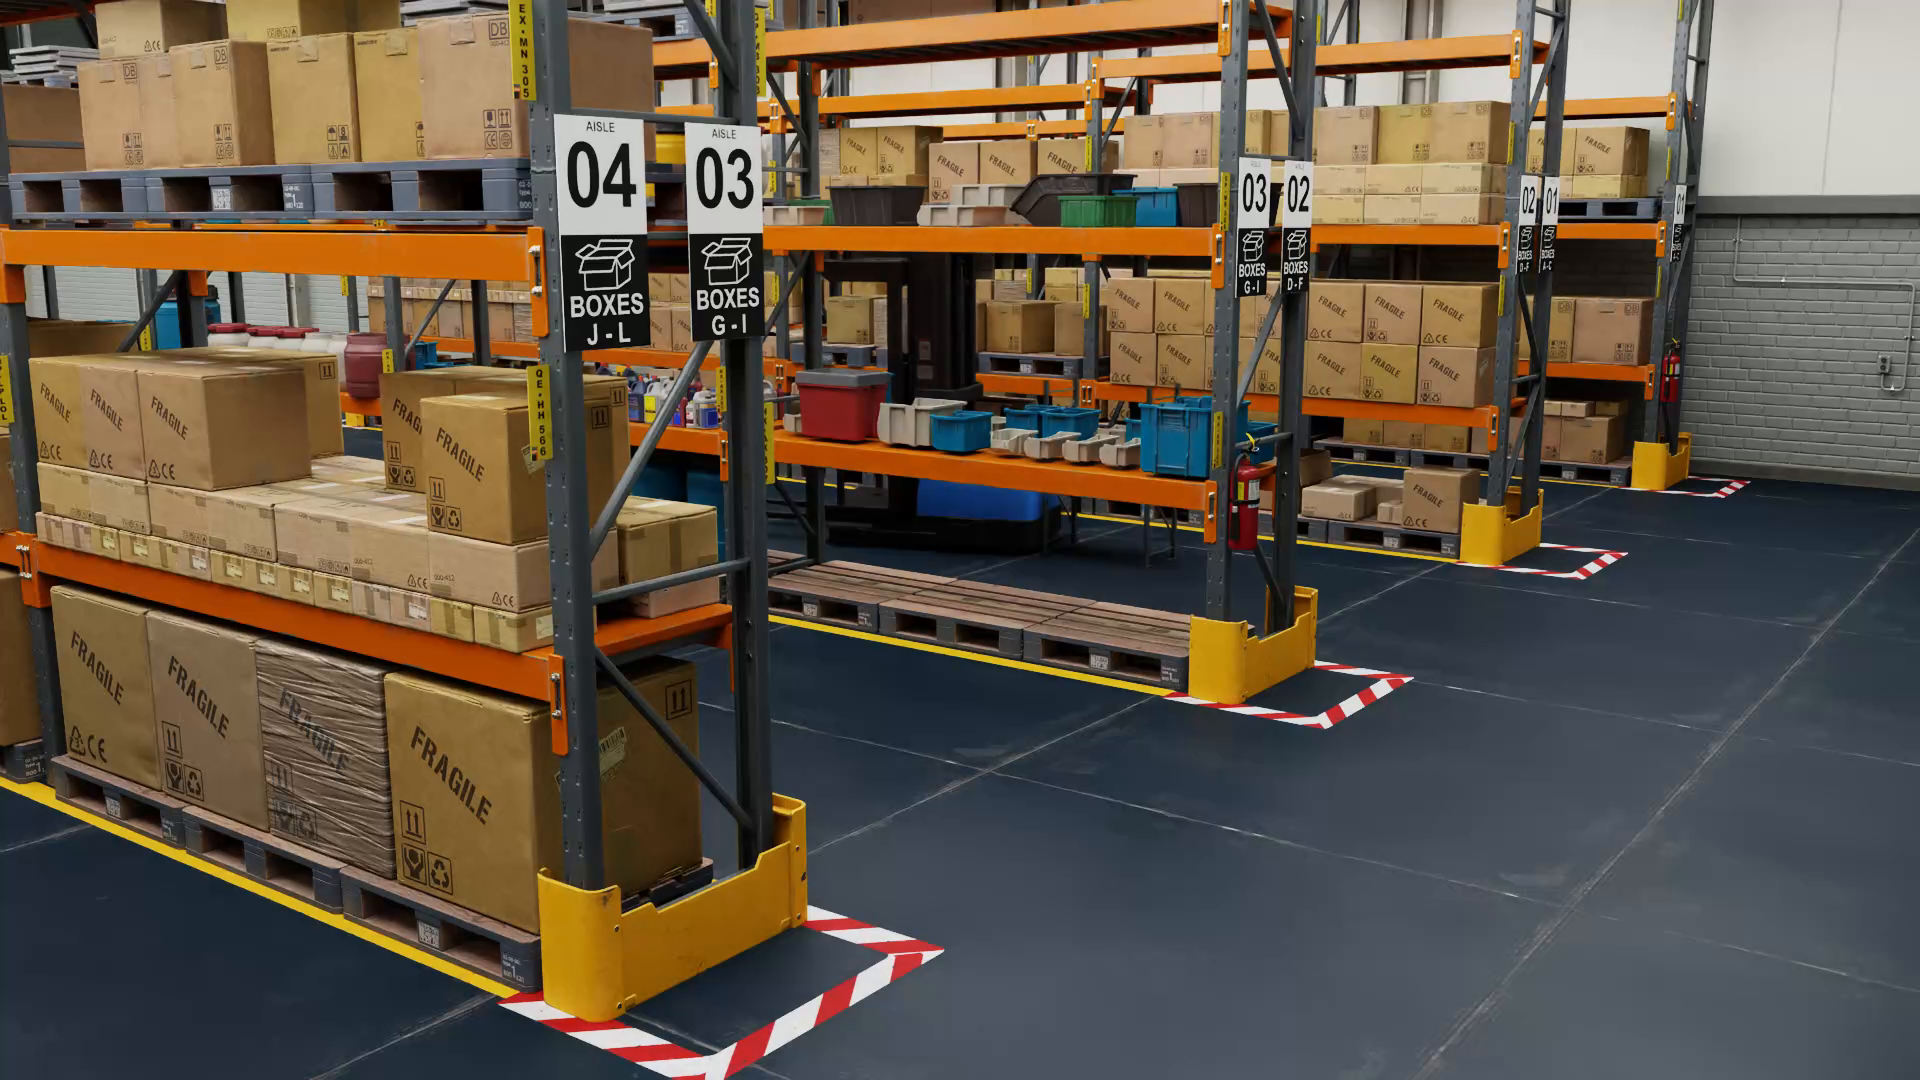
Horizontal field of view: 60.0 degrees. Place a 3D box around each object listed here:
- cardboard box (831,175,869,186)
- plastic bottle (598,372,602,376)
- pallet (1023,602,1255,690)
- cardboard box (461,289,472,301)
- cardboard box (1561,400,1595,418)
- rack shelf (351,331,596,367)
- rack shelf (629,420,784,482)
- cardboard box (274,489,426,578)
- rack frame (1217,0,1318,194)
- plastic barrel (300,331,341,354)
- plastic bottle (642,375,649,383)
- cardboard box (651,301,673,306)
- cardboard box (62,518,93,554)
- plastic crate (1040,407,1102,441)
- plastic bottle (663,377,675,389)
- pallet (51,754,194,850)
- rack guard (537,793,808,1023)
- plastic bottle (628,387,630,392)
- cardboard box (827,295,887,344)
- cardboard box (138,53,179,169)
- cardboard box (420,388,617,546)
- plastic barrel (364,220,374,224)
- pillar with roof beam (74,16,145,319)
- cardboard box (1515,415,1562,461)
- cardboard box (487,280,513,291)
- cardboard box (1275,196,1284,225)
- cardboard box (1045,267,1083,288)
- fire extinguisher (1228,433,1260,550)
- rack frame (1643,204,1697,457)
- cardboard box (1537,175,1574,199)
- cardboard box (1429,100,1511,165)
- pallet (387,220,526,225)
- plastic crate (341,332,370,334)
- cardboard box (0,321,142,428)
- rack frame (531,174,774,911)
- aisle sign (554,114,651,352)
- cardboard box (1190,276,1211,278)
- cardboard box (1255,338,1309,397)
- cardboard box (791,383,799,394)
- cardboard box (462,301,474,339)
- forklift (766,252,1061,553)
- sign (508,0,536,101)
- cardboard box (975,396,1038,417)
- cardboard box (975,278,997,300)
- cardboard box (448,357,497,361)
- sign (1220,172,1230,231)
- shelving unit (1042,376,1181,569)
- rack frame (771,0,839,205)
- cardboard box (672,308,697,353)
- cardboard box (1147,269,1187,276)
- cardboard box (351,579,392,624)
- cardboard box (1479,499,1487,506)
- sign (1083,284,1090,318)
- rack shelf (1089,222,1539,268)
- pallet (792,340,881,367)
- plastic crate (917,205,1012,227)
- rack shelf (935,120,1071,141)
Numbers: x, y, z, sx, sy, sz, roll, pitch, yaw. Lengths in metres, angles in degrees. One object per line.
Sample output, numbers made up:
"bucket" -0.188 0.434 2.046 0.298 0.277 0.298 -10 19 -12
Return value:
"cardboard box" -0.908 -3.670 17.943 0.500 0.500 0.910 8 13 36
"plastic bottle" -3.063 -1.283 14.071 0.133 0.283 0.061 8 13 36
"pallet" 1.180 0.678 10.969 1.213 0.211 1.003 8 13 36
"cardboard box" -6.284 -3.208 21.742 0.250 0.149 0.380 8 14 37
"cardboard box" 6.851 -1.456 18.428 0.250 0.149 0.380 8 13 35
"rack shelf" -6.527 -2.571 22.316 4.000 0.370 1.077 8 13 36
"rack shelf" -3.014 -0.914 13.749 4.000 0.370 1.077 8 13 36
"cardboard box" -2.476 -0.035 6.923 0.500 0.250 0.500 7 13 34
"rack frame" 1.822 -3.538 9.624 0.127 3.000 1.000 8 13 36
"plastic barrel" -5.921 -1.677 15.506 0.421 0.512 0.421 0 11 0
"plastic bottle" -2.639 -1.248 13.920 0.097 0.271 0.097 0 11 0
"cardboard box" -4.578 -3.684 26.519 0.500 0.250 0.500 7 13 34
"cardboard box" -4.080 -0.047 8.035 0.250 0.149 0.380 7 13 34
"plastic crate" 0.757 -0.766 11.373 0.300 0.233 0.416 8 13 36
"plastic bottle" -2.251 -1.093 12.912 0.185 0.351 0.144 8 13 36
"pallet" -3.767 1.183 8.360 1.213 0.211 1.003 8 13 36
"rack guard" -1.090 1.396 6.498 0.348 0.500 1.175 8 13 36
"plastic bottle" -2.612 -1.074 13.009 0.135 0.276 0.152 8 13 36
"cardboard box" -1.117 -2.451 18.434 0.500 0.500 0.700 3 11 17
"cardboard box" -3.237 -1.921 7.532 0.500 0.500 0.700 9 14 38
"cardboard box" -1.658 -0.289 6.264 0.500 0.500 0.500 8 14 36
"plastic barrel" -5.159 -3.336 15.159 0.600 0.901 0.600 0 11 0
"pillar with roof beam" -21.190 -8.272 34.093 0.548 9.000 9.100 8 13 36
"cardboard box" 6.659 -1.208 18.850 0.500 0.500 0.700 8 13 35
"cardboard box" -5.684 -3.491 21.498 0.500 0.500 0.700 8 13 35
"cardboard box" 2.986 -2.937 14.814 0.500 0.250 0.500 8 13 36
"cardboard box" 1.475 -3.488 22.087 0.500 0.250 0.500 8 14 37
"fire extinguisher" 1.675 -0.285 9.789 0.183 0.674 0.296 8 13 36
"rack frame" 7.686 -2.109 18.034 0.127 3.000 1.000 8 13 36
"cardboard box" 6.519 -3.863 18.231 0.500 0.250 0.500 7 13 33
"cardboard box" 4.333 -3.418 14.008 0.500 0.500 0.700 8 13 36
"pallet" -4.067 -2.771 14.054 1.213 0.211 1.003 8 13 36
"plastic crate" -5.747 -1.752 16.018 0.583 0.464 0.402 8 13 36
"cardboard box" -4.853 -0.896 8.859 0.637 0.503 0.797 8 13 34
"rack frame" -1.110 0.166 6.274 0.127 3.000 1.000 8 13 36
"aisle sign" -1.229 -1.056 5.748 0.004 0.787 0.394 8 13 36
"cardboard box" 2.508 -2.265 15.947 0.500 0.500 0.500 8 13 34
"cardboard box" 3.010 -1.579 15.033 0.500 0.500 0.500 8 13 35
"cardboard box" -2.435 -2.339 25.522 0.250 0.166 0.380 6 12 28
"cardboard box" -6.107 -2.913 21.925 0.500 0.500 0.700 8 14 36
"forklift" -0.655 -1.470 14.913 3.031 2.935 1.130 3 11 17
"sign" -1.442 -1.621 5.492 0.005 0.325 0.100 8 13 36
"cardboard box" 0.481 -1.361 17.616 0.500 0.250 0.500 8 14 36
"cardboard box" 0.387 -3.383 23.200 0.500 0.500 0.700 6 13 30
"cardboard box" -6.716 -2.248 22.914 0.500 0.500 0.500 8 13 36
"sign" 1.509 -1.928 9.474 0.005 0.325 0.100 8 13 36
"shelving unit" 1.279 -0.597 14.165 1.048 1.500 0.538 8 14 37
"rack frame" -1.691 -5.195 18.191 0.127 3.000 1.000 8 13 36
"cardboard box" -3.053 -2.485 19.713 0.500 0.500 0.500 7 13 33
"cardboard box" 2.706 -3.319 21.213 0.500 0.250 0.500 8 13 34
"cardboard box" -2.205 0.214 6.688 0.250 0.149 0.380 8 14 37
"cardboard box" 4.623 -0.266 14.856 0.250 0.149 0.380 8 13 36
"sign" 1.207 -2.283 15.885 0.005 0.325 0.100 8 13 36
"rack shelf" 3.145 -2.695 15.057 4.000 0.370 1.077 8 13 36
"pallet" -1.103 -2.090 18.440 1.003 0.211 1.213 8 13 36
"plastic crate" 0.010 -2.130 10.939 0.530 0.136 0.437 8 13 36
"rack shelf" -0.374 -5.629 23.382 4.000 0.370 1.077 8 13 36
